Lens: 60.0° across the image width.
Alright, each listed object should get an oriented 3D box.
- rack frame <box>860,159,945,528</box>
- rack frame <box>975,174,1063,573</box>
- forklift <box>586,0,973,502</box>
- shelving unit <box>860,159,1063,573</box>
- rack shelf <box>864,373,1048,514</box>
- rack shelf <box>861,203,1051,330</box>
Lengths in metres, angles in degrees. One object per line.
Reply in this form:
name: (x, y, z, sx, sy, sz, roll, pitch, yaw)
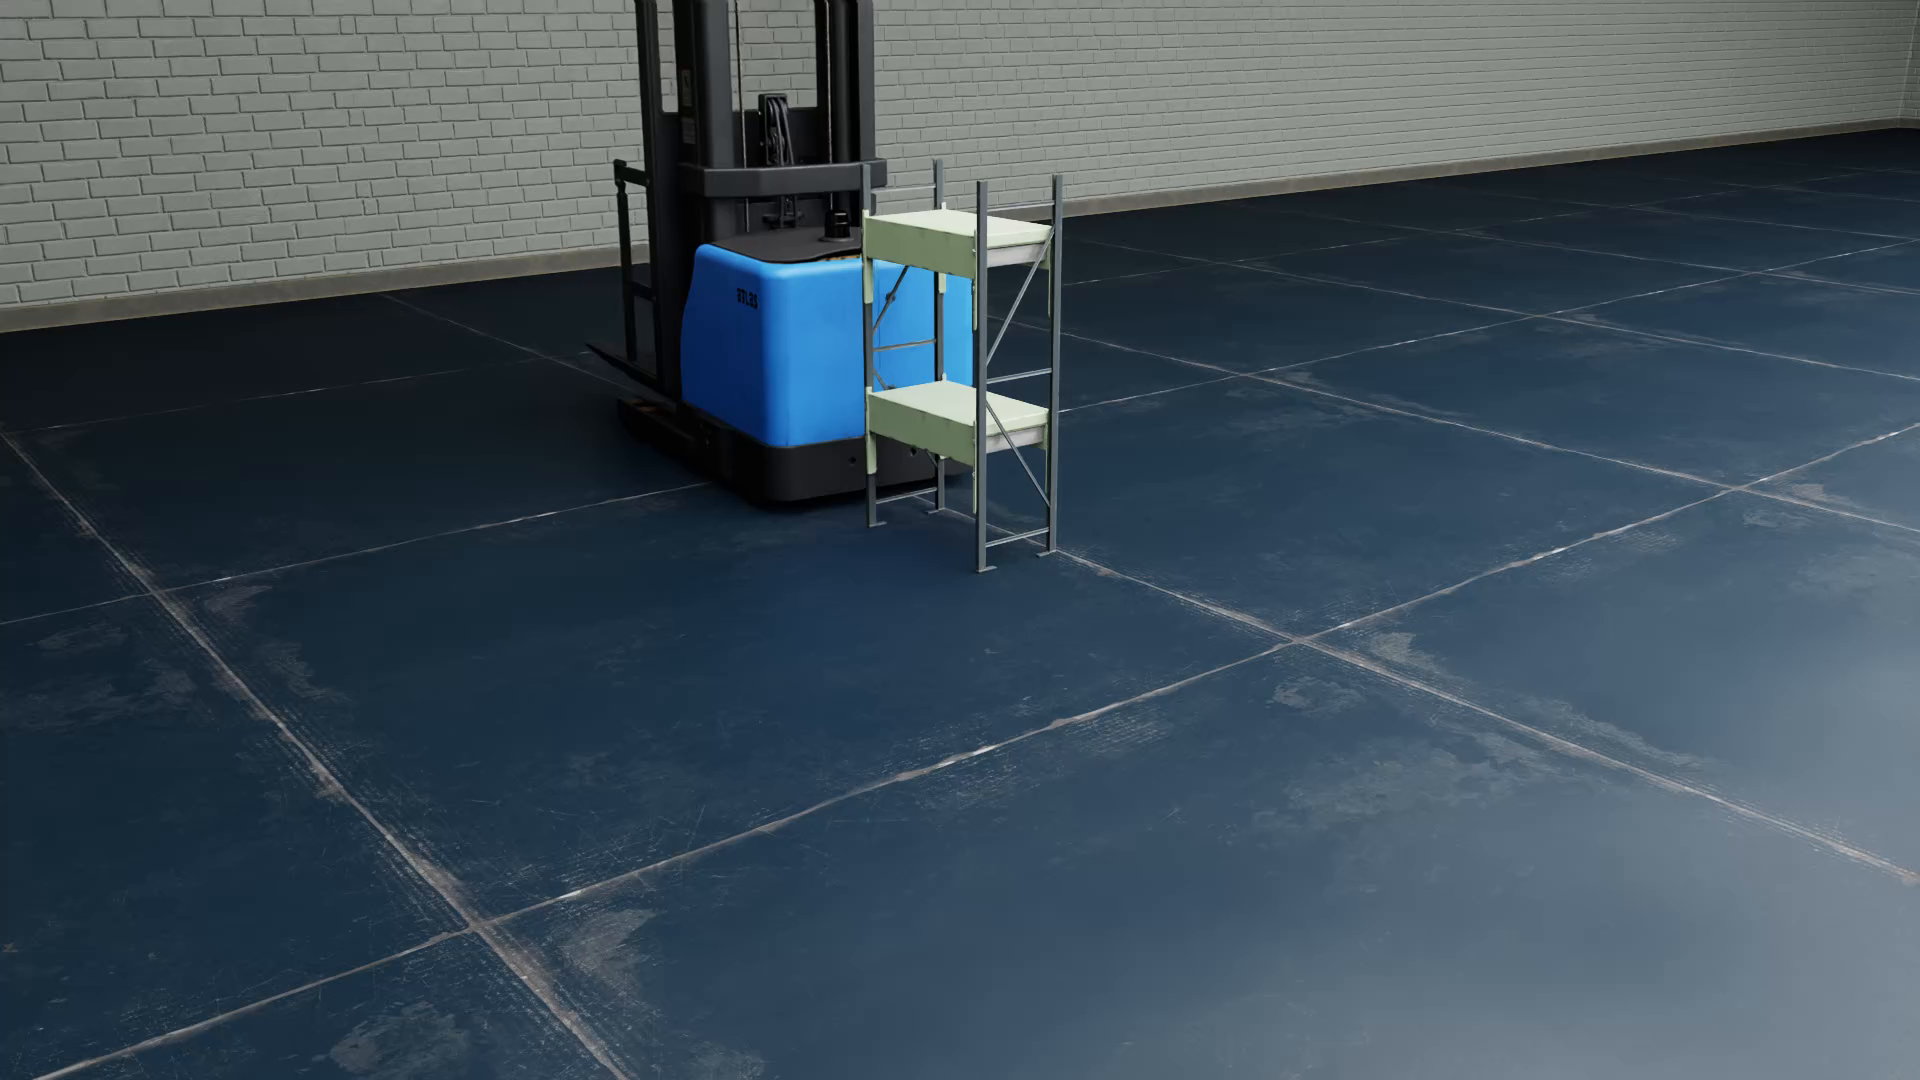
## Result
rack frame: (-0.231, -0.804, 6.904, 0.400, 1.500, 0.023, -14, 23, -36)
rack frame: (0.223, -0.623, 6.359, 0.400, 1.500, 0.023, -14, 23, -36)
forklift: (-1.108, -1.970, 8.148, 1.130, 2.935, 3.031, -10, 21, -29)
shelving unit: (-0.004, -0.714, 6.632, 0.431, 1.500, 0.755, -14, 23, -36)
rack shelf: (-0.004, -0.404, 6.734, 0.431, 0.370, 0.720, -14, 23, -36)
rack shelf: (-0.004, -1.084, 6.509, 0.431, 0.370, 0.720, -14, 23, -36)
